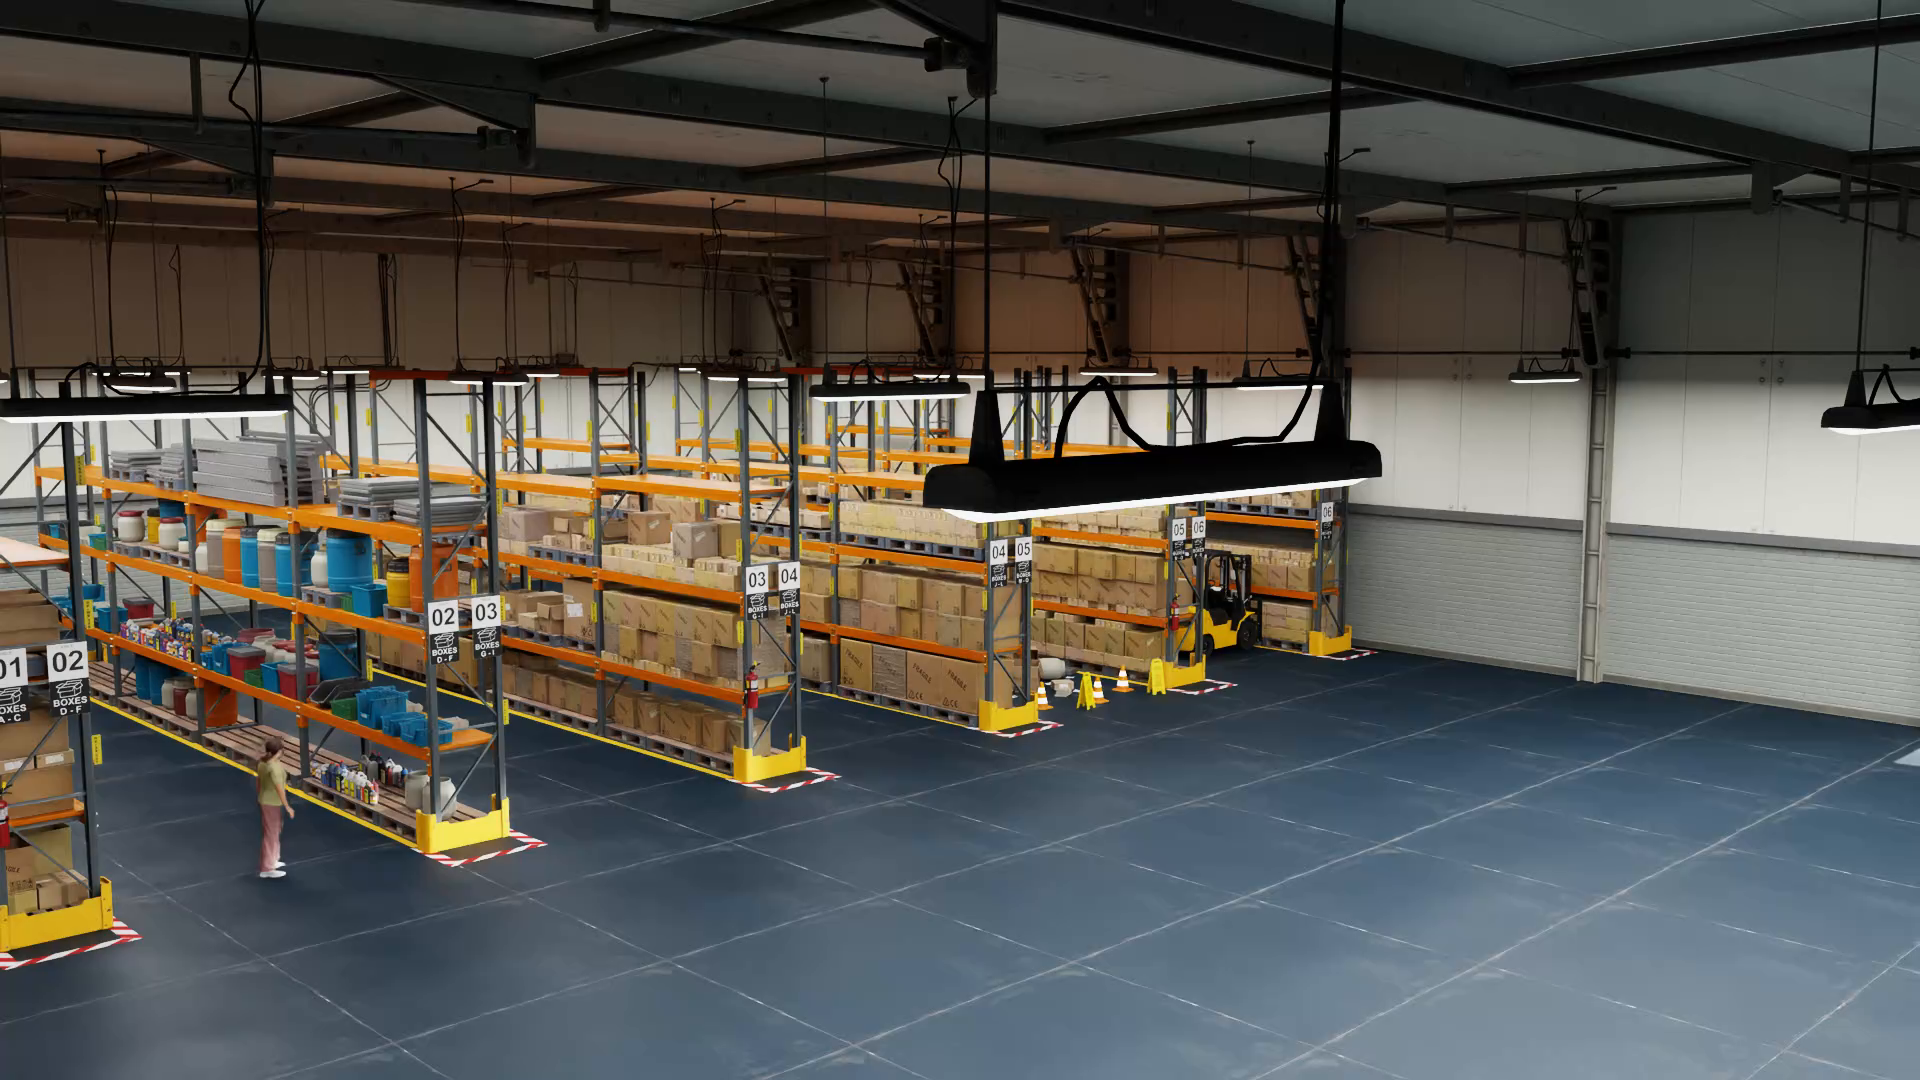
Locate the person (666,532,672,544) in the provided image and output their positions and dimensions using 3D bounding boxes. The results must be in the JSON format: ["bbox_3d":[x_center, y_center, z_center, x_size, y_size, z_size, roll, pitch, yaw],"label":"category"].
[{"bbox_3d":[-7.655,0.405,44.858,0.619,1.824,0.479,-4,8,-33],"label":"person"}]

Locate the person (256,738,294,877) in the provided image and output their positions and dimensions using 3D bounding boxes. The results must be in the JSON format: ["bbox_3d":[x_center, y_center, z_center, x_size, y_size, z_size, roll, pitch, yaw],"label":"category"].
[{"bbox_3d":[-8.369,3.241,20.205,0.418,1.700,0.595,-5,8,-36],"label":"person"}]
